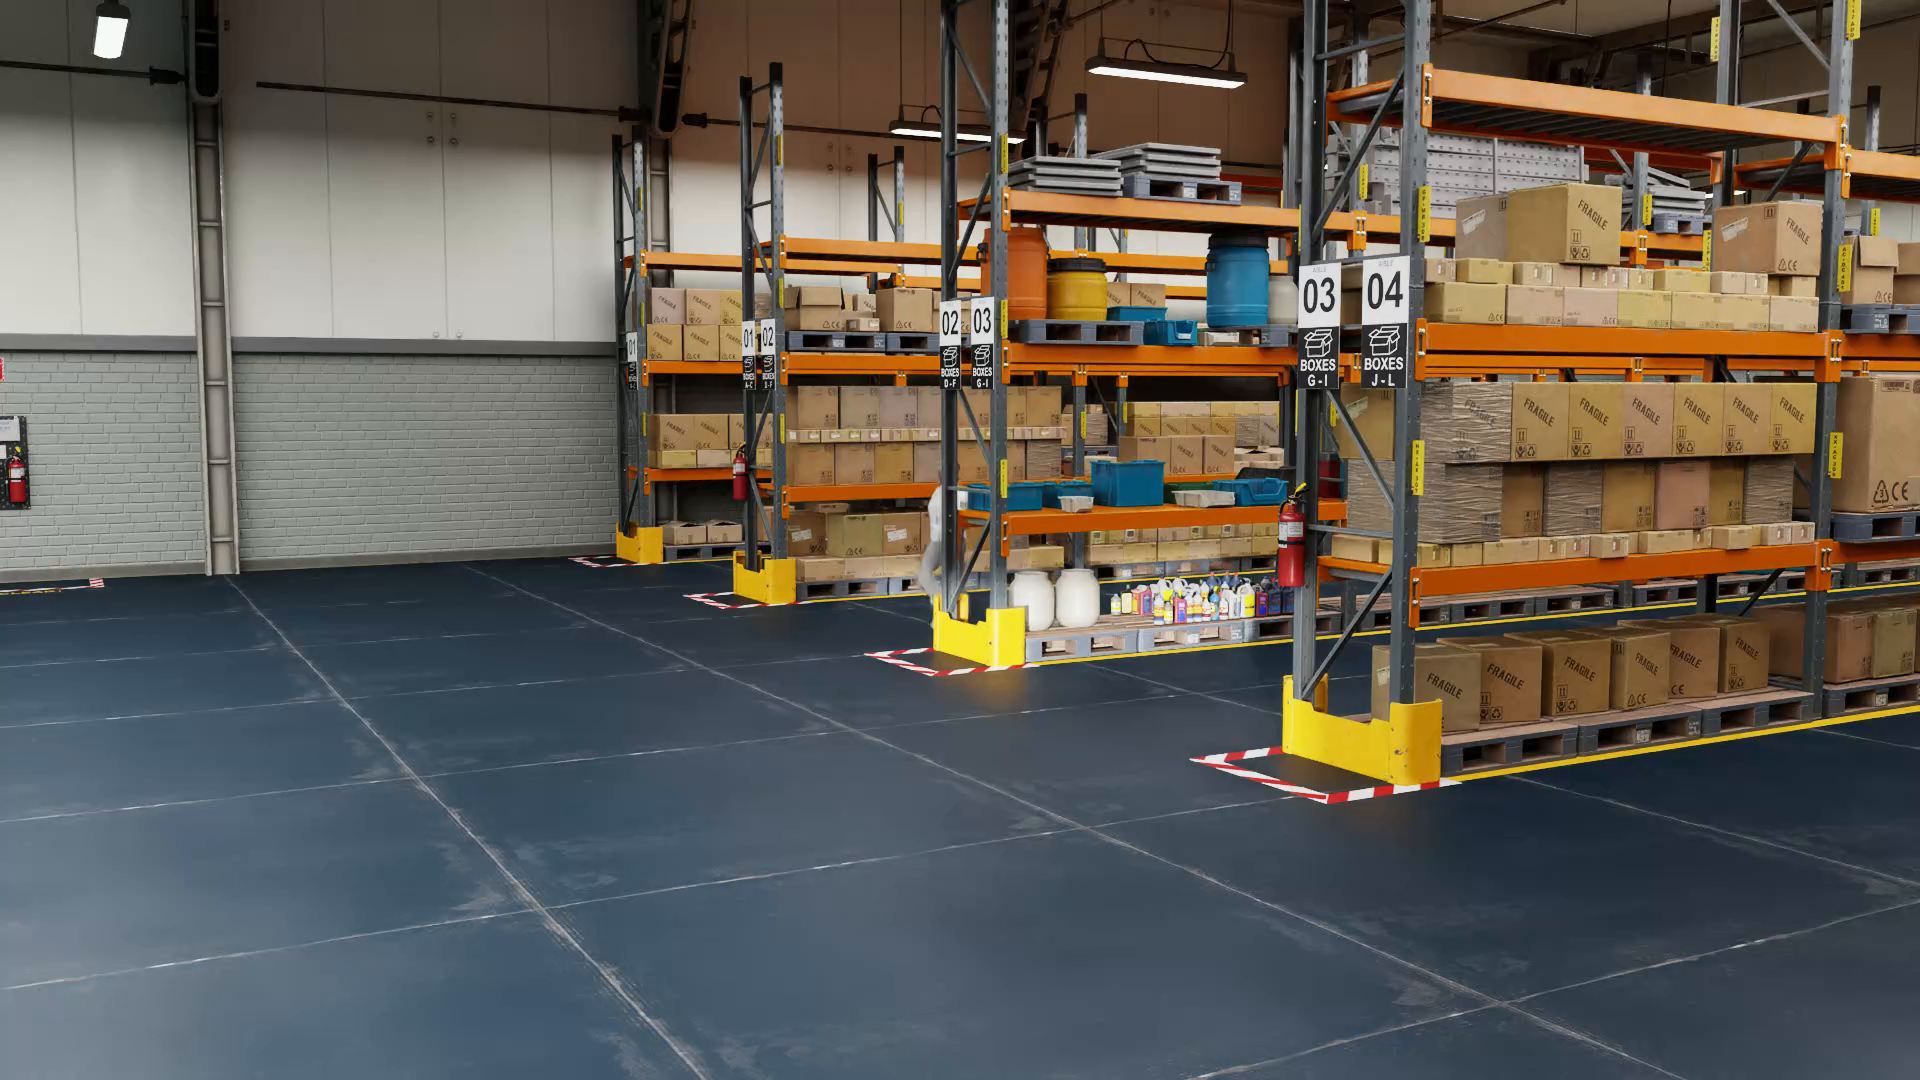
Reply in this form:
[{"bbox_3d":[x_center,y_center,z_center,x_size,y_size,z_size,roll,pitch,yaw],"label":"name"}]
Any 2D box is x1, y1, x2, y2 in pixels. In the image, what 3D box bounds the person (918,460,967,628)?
[{"bbox_3d":[-0.146,0.054,16.732,0.483,1.734,0.463,5,7,44],"label":"person"}]
